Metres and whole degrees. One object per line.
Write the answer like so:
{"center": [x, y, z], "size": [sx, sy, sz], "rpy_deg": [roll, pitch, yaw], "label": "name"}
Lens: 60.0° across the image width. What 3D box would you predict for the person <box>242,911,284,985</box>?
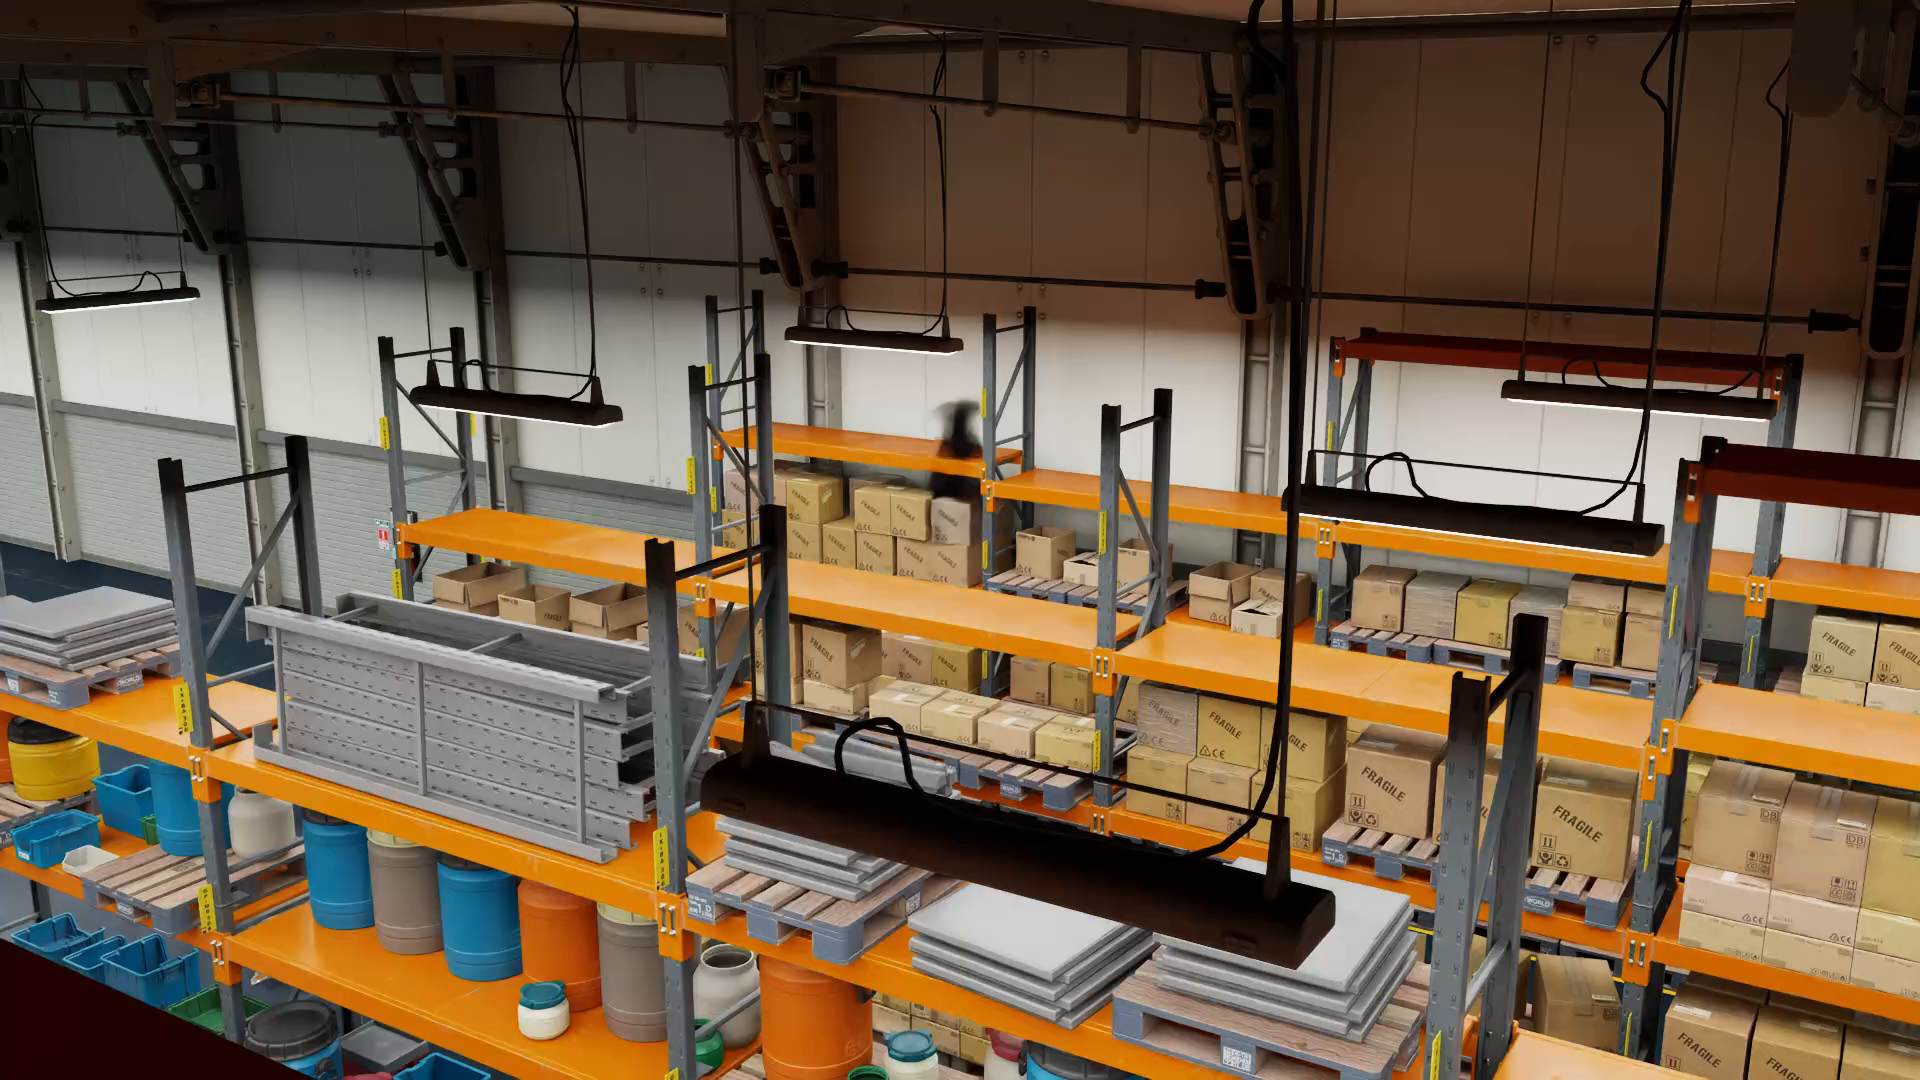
{"center": [-6.599, 3.577, 15.684], "size": [1.060, 1.461, 0.585], "rpy_deg": [2, 14, 9], "label": "person"}
